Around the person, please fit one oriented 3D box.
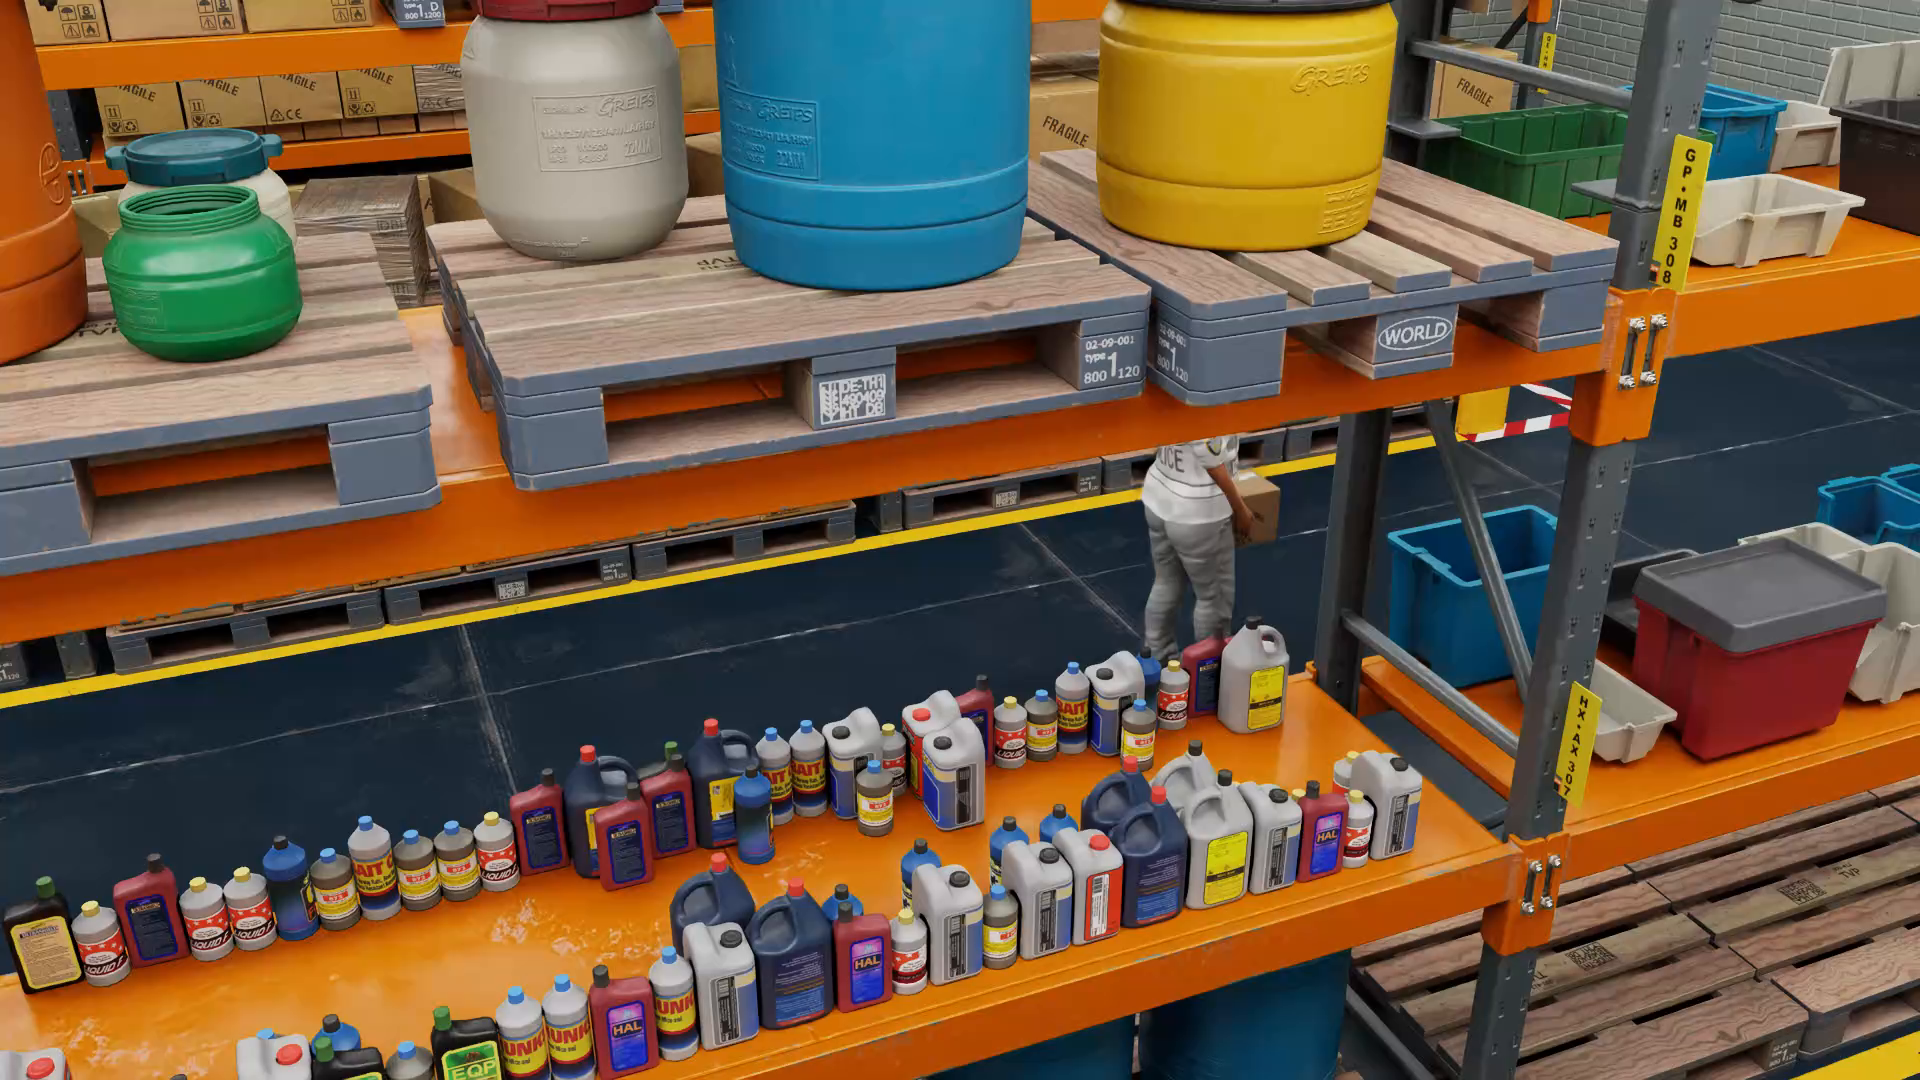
[{"bbox_3d":[1.071,-0.131,7.360,0.512,1.671,0.502,-11,28,-21],"label":"person"}]
